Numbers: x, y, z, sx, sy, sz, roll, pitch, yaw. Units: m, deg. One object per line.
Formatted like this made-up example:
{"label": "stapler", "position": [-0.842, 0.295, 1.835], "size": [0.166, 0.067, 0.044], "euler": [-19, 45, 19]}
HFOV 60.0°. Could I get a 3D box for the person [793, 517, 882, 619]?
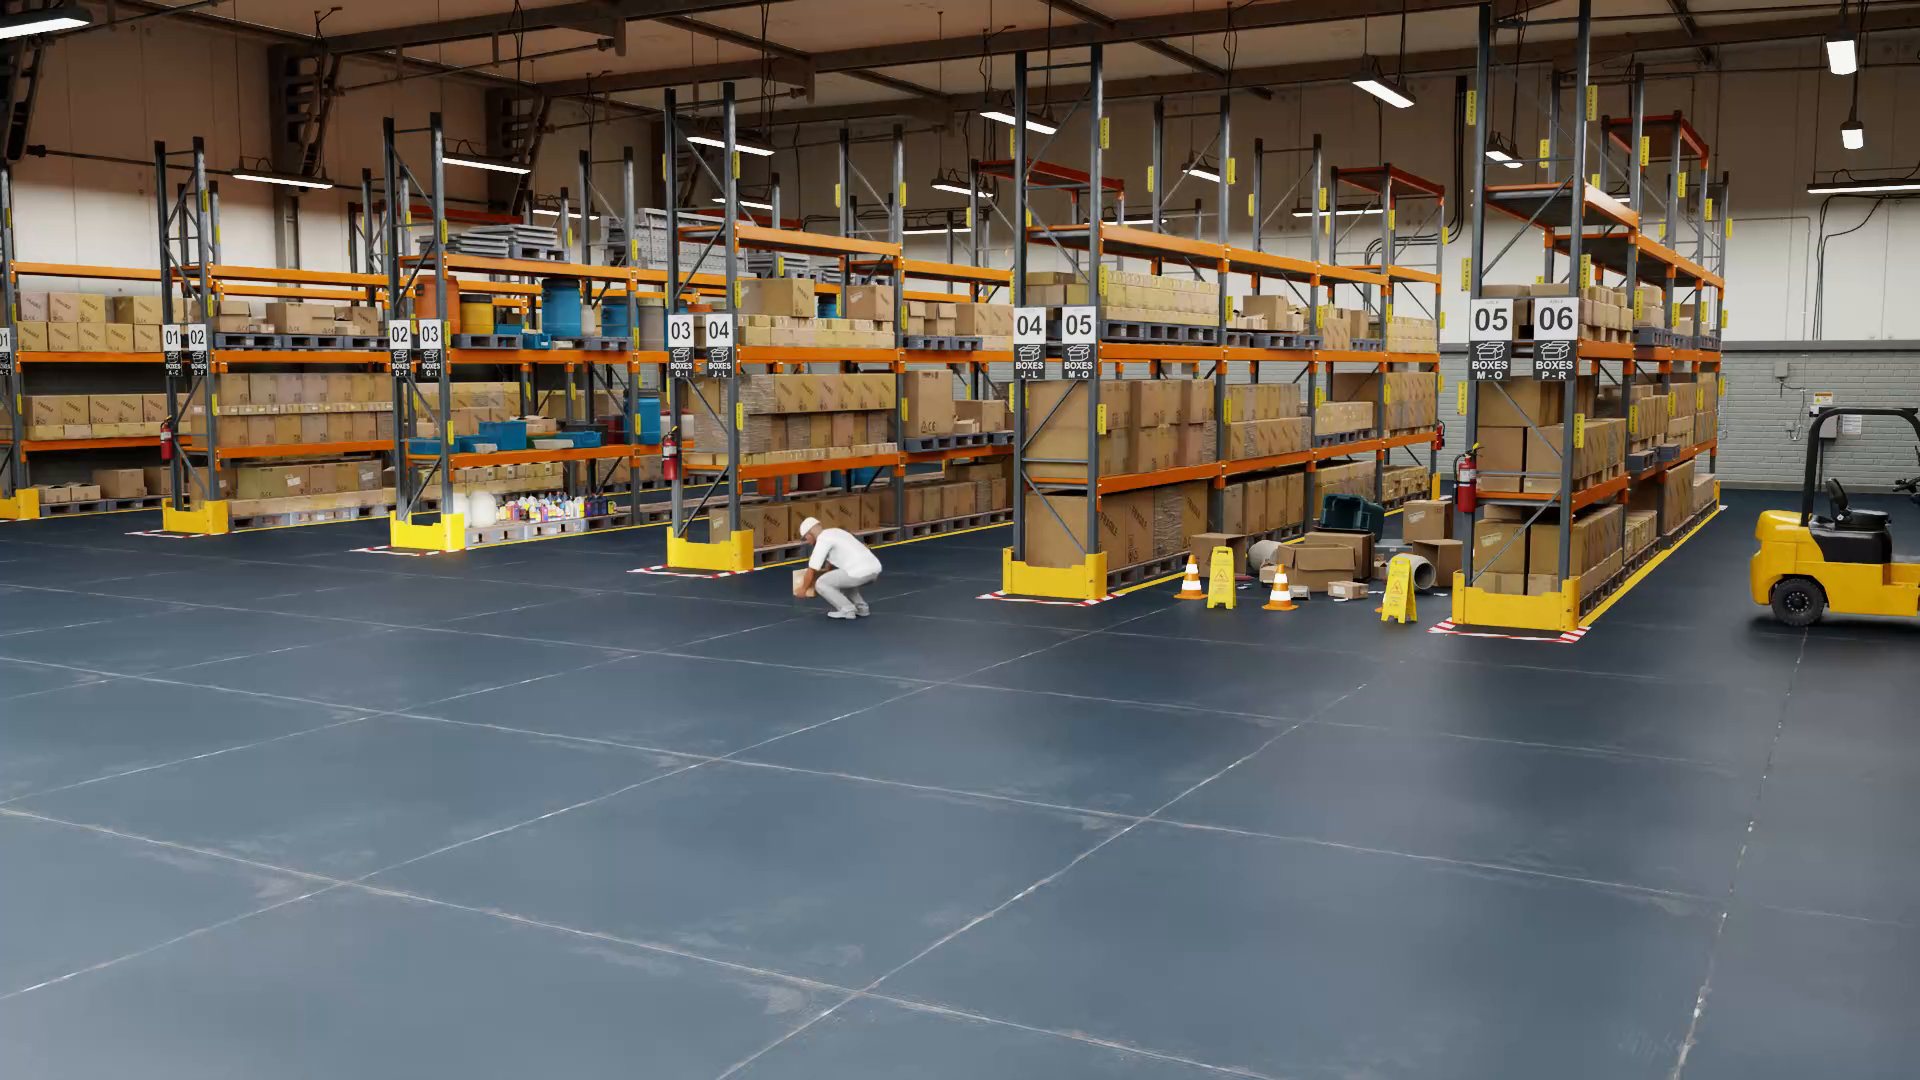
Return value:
{"label": "person", "position": [-1.268, 0.284, 17.003], "size": [0.902, 1.011, 0.546], "euler": [3, 7, 27]}
